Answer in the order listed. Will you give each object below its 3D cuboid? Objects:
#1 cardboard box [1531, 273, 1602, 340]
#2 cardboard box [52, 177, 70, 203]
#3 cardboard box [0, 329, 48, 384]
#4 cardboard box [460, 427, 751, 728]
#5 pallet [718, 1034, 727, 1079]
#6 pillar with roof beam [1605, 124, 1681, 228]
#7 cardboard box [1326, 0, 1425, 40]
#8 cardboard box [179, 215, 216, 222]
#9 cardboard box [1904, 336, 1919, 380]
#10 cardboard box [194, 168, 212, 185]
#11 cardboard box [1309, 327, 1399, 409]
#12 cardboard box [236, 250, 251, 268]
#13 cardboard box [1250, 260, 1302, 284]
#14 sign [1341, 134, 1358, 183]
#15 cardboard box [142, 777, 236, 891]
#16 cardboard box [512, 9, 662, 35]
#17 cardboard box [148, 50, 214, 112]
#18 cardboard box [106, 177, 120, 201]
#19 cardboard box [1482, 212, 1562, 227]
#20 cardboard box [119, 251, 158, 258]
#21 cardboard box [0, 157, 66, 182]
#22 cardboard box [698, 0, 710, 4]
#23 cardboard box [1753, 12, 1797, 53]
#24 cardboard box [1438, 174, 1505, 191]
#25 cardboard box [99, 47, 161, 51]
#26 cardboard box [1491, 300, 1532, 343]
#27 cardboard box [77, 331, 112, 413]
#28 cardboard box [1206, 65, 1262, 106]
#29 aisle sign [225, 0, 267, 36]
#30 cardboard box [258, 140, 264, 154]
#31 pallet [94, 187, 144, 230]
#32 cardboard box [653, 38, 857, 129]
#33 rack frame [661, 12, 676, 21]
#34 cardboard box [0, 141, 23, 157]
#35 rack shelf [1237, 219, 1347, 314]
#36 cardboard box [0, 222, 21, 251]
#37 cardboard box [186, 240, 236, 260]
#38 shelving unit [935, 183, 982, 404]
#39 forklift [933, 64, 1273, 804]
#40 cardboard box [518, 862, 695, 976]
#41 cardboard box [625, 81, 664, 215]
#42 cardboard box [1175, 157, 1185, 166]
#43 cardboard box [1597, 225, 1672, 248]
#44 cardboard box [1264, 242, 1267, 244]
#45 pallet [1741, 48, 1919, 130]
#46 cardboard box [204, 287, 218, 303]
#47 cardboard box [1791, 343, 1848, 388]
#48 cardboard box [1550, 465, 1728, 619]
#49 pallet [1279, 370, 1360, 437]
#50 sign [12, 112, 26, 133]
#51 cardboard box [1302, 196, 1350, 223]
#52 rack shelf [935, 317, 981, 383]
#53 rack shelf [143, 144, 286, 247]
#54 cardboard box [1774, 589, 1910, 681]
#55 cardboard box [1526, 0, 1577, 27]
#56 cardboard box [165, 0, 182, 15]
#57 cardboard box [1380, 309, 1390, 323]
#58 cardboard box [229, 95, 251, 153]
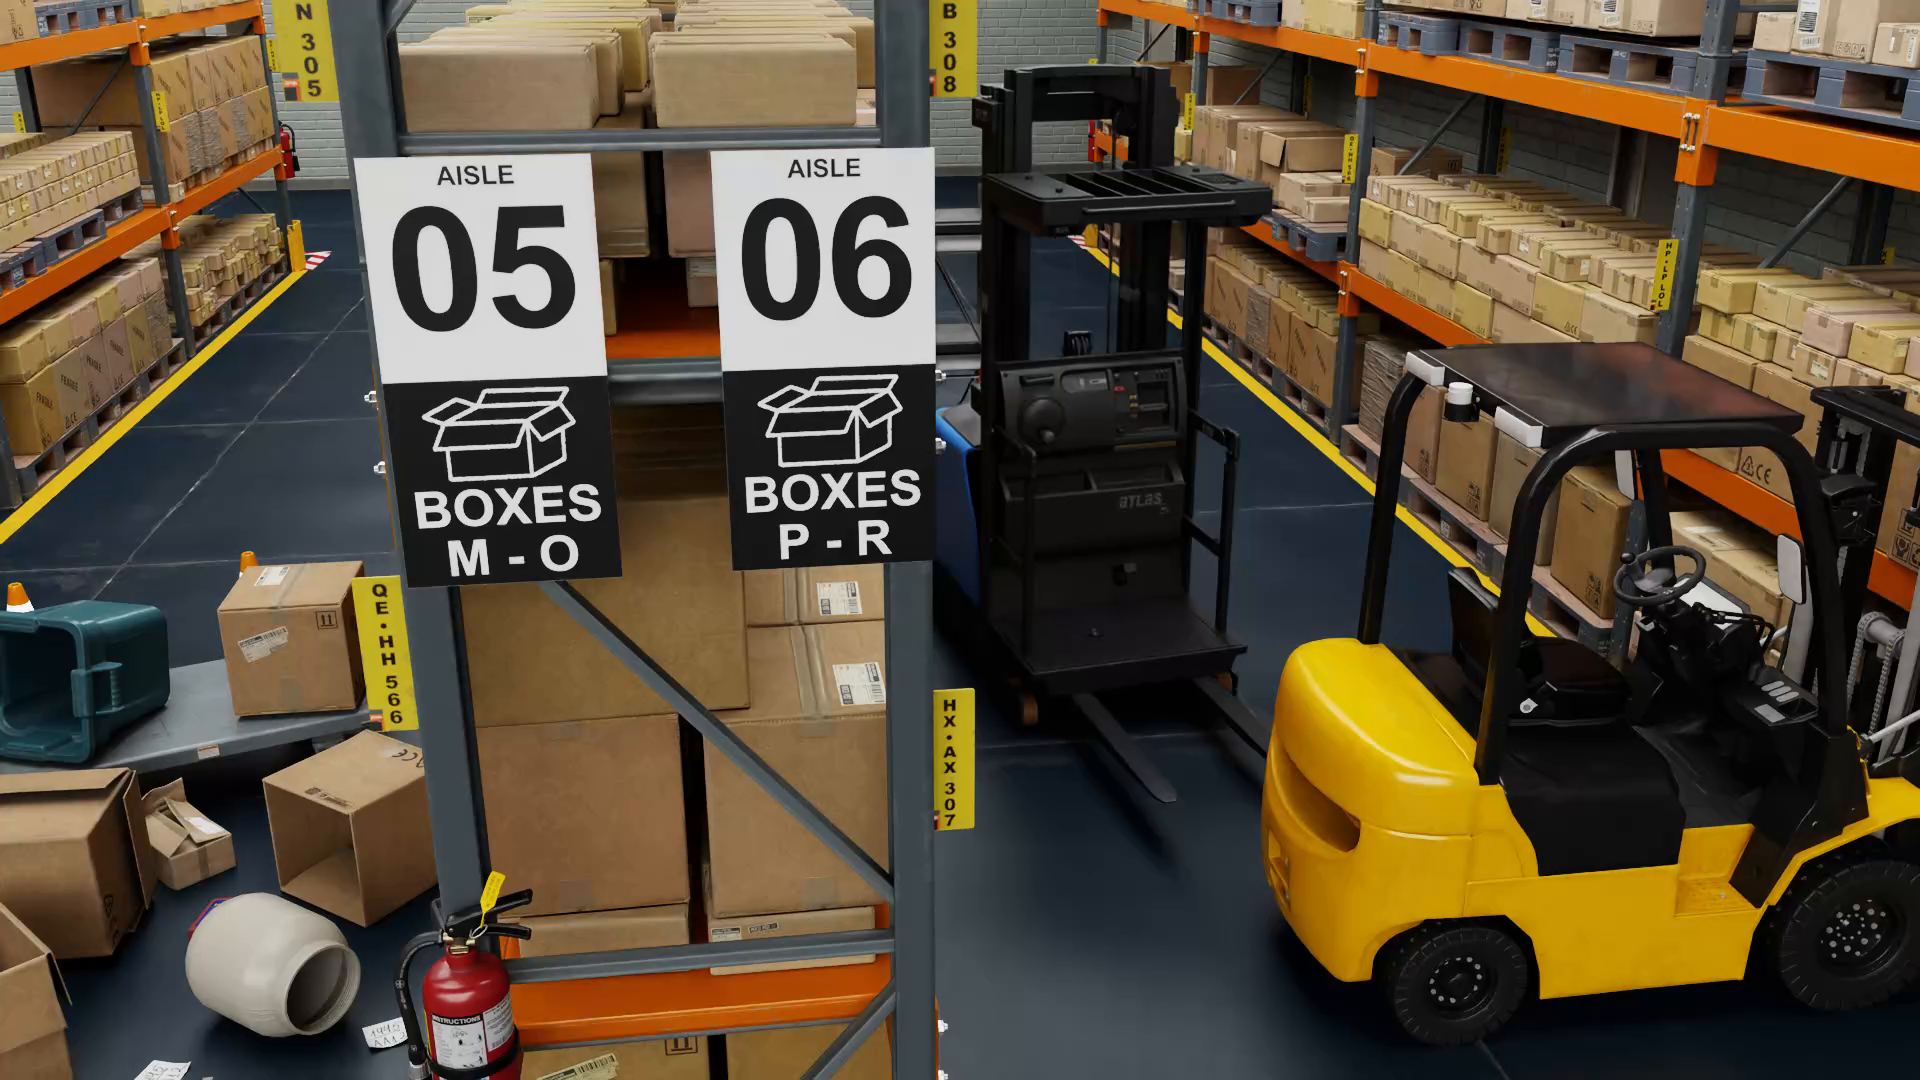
[{"bbox_3d":[3.373,-1.243,8.757,0.500,0.250,0.500,-3,21,-9],"label":"cardboard box"},{"bbox_3d":[-6.694,-2.528,12.031,0.380,0.149,0.250,-2,21,-6],"label":"cardboard box"},{"bbox_3d":[-6.453,-1.221,11.098,0.500,0.250,0.500,-4,21,-10],"label":"cardboard box"},{"bbox_3d":[-0.846,0.072,3.739,0.700,0.500,0.500,-3,21,-9],"label":"cardboard box"},{"bbox_3d":[-0.649,1.889,4.856,1.003,0.211,1.213,-3,21,-8],"label":"pallet"},{"bbox_3d":[0.022,-4.316,8.912,9.100,9.000,0.400,-3,21,-8],"label":"pillar with roof beam"},{"bbox_3d":[2.888,-3.630,11.574,0.500,0.250,0.500,-4,21,-10],"label":"cardboard box"},{"bbox_3d":[-8.007,-3.304,17.400,0.380,0.149,0.250,-4,21,-10],"label":"cardboard box"},{"bbox_3d":[3.795,-0.667,6.220,0.380,0.149,0.250,-3,21,-8],"label":"cardboard box"},{"bbox_3d":[-7.093,-3.335,15.218,0.380,0.149,0.250,-3,21,-7],"label":"cardboard box"},{"bbox_3d":[2.928,-1.290,12.357,0.500,0.500,0.500,-2,21,-6],"label":"cardboard box"},{"bbox_3d":[-7.205,-2.747,16.333,0.380,0.149,0.250,-2,21,-5],"label":"cardboard box"},{"bbox_3d":[2.664,-2.257,14.018,0.380,0.149,0.250,-2,21,-6],"label":"cardboard box"},{"bbox_3d":[2.666,-2.604,11.359,0.100,0.325,0.005,-3,21,-8],"label":"sign"},{"bbox_3d":[-3.139,1.179,6.681,0.396,0.266,0.258,17,27,39],"label":"cardboard box"},{"bbox_3d":[-0.977,-1.317,4.387,0.380,0.149,0.250,-4,21,-9],"label":"cardboard box"},{"bbox_3d":[-7.126,-4.156,15.058,0.500,0.500,0.500,-3,21,-7],"label":"cardboard box"},{"bbox_3d":[-6.845,-2.753,13.059,0.380,0.149,0.250,-3,21,-8],"label":"cardboard box"},{"bbox_3d":[3.286,-1.823,9.740,0.380,0.149,0.250,-3,21,-8],"label":"cardboard box"},{"bbox_3d":[-7.688,-2.583,15.469,0.380,0.149,0.250,-4,21,-10],"label":"cardboard box"},{"bbox_3d":[-6.692,-2.662,11.965,0.380,0.149,0.250,-3,21,-9],"label":"cardboard box"},{"bbox_3d":[-0.618,-1.609,5.170,0.380,0.149,0.250,-3,21,-7],"label":"cardboard box"},{"bbox_3d":[3.543,-2.105,6.893,0.380,0.149,0.250,-2,21,-7],"label":"cardboard box"},{"bbox_3d":[3.449,-2.377,11.225,0.380,0.149,0.250,-2,21,-6],"label":"cardboard box"},{"bbox_3d":[-7.736,-4.317,15.489,0.500,0.500,0.500,-4,21,-9],"label":"cardboard box"},{"bbox_3d":[3.328,-1.183,9.310,0.500,0.250,0.500,-3,21,-7],"label":"cardboard box"},{"bbox_3d":[-6.597,-1.228,12.189,0.500,0.500,0.500,-3,21,-9],"label":"cardboard box"},{"bbox_3d":[2.674,-4.464,16.597,0.500,0.500,0.500,-3,21,-9],"label":"cardboard box"},{"bbox_3d":[-7.460,-5.621,17.263,0.394,0.787,0.004,-3,21,-8],"label":"aisle sign"},{"bbox_3d":[-7.421,-4.058,17.154,0.380,0.149,0.250,-3,21,-8],"label":"cardboard box"},{"bbox_3d":[-7.204,-2.616,13.207,1.003,0.211,1.213,-3,21,-8],"label":"pallet"},{"bbox_3d":[-0.406,-0.902,3.276,0.380,0.149,0.250,-3,21,-8],"label":"cardboard box"},{"bbox_3d":[-1.133,-3.303,6.198,1.000,3.000,0.127,-3,21,-8],"label":"rack frame"},{"bbox_3d":[-7.488,-2.991,12.845,0.380,0.149,0.250,-3,21,-7],"label":"cardboard box"},{"bbox_3d":[2.913,-2.485,13.610,1.077,0.370,4.000,-3,21,-8],"label":"rack shelf"},{"bbox_3d":[-6.536,-2.023,11.105,0.380,0.149,0.250,-2,21,-5],"label":"cardboard box"},{"bbox_3d":[-7.215,-2.790,16.023,0.380,0.149,0.250,-3,21,-7],"label":"cardboard box"},{"bbox_3d":[-0.024,-1.041,10.002,0.431,2.100,0.503,-3,21,-8],"label":"shelving unit"},{"bbox_3d":[0.707,-0.641,7.744,1.130,2.935,3.031,-6,21,-16],"label":"forklift"},{"bbox_3d":[-0.822,0.891,3.902,0.380,0.149,0.250,-2,21,-6],"label":"cardboard box"},{"bbox_3d":[-0.955,-0.920,3.896,0.500,0.250,0.500,-3,21,-8],"label":"cardboard box"},{"bbox_3d":[2.270,-3.583,15.882,0.380,0.149,0.250,-2,21,-6],"label":"cardboard box"},{"bbox_3d":[3.808,-1.672,9.334,0.380,0.149,0.250,-3,21,-8],"label":"cardboard box"},{"bbox_3d":[2.964,-2.731,15.286,0.380,0.149,0.250,-4,21,-10],"label":"cardboard box"},{"bbox_3d":[3.927,-1.814,6.625,1.003,0.211,1.213,-3,21,-8],"label":"pallet"},{"bbox_3d":[-7.116,-2.242,15.407,0.380,0.149,0.250,-3,21,-9],"label":"cardboard box"},{"bbox_3d":[3.630,-0.704,6.743,0.380,0.149,0.250,-2,21,-7],"label":"cardboard box"},{"bbox_3d":[3.692,-0.009,8.746,0.875,0.625,0.625,-2,21,-5],"label":"cardboard box"},{"bbox_3d":[3.132,-1.083,12.815,1.003,0.211,1.213,-3,21,-8],"label":"pallet"},{"bbox_3d":[-7.706,-3.353,13.670,0.100,0.325,0.005,-3,21,-8],"label":"sign"},{"bbox_3d":[2.727,-2.416,12.157,0.380,0.149,0.250,-3,21,-7],"label":"cardboard box"},{"bbox_3d":[-0.024,-1.028,10.007,0.431,0.518,0.480,-3,21,-8],"label":"rack shelf"},{"bbox_3d":[-7.458,-3.333,15.882,1.077,0.370,4.000,-3,21,-8],"label":"rack shelf"},{"bbox_3d":[3.684,0.411,6.728,0.500,0.250,0.500,-2,21,-6],"label":"cardboard box"},{"bbox_3d":[3.322,-2.855,8.671,0.500,0.311,0.500,-4,21,-10],"label":"cardboard box"},{"bbox_3d":[-7.057,-4.659,14.331,0.500,0.250,0.500,-3,21,-9],"label":"cardboard box"},{"bbox_3d":[3.423,-1.748,12.655,0.380,0.149,0.250,-2,21,-6],"label":"cardboard box"},{"bbox_3d":[-7.275,-4.053,16.212,0.500,0.500,0.500,-3,21,-8],"label":"cardboard box"}]
